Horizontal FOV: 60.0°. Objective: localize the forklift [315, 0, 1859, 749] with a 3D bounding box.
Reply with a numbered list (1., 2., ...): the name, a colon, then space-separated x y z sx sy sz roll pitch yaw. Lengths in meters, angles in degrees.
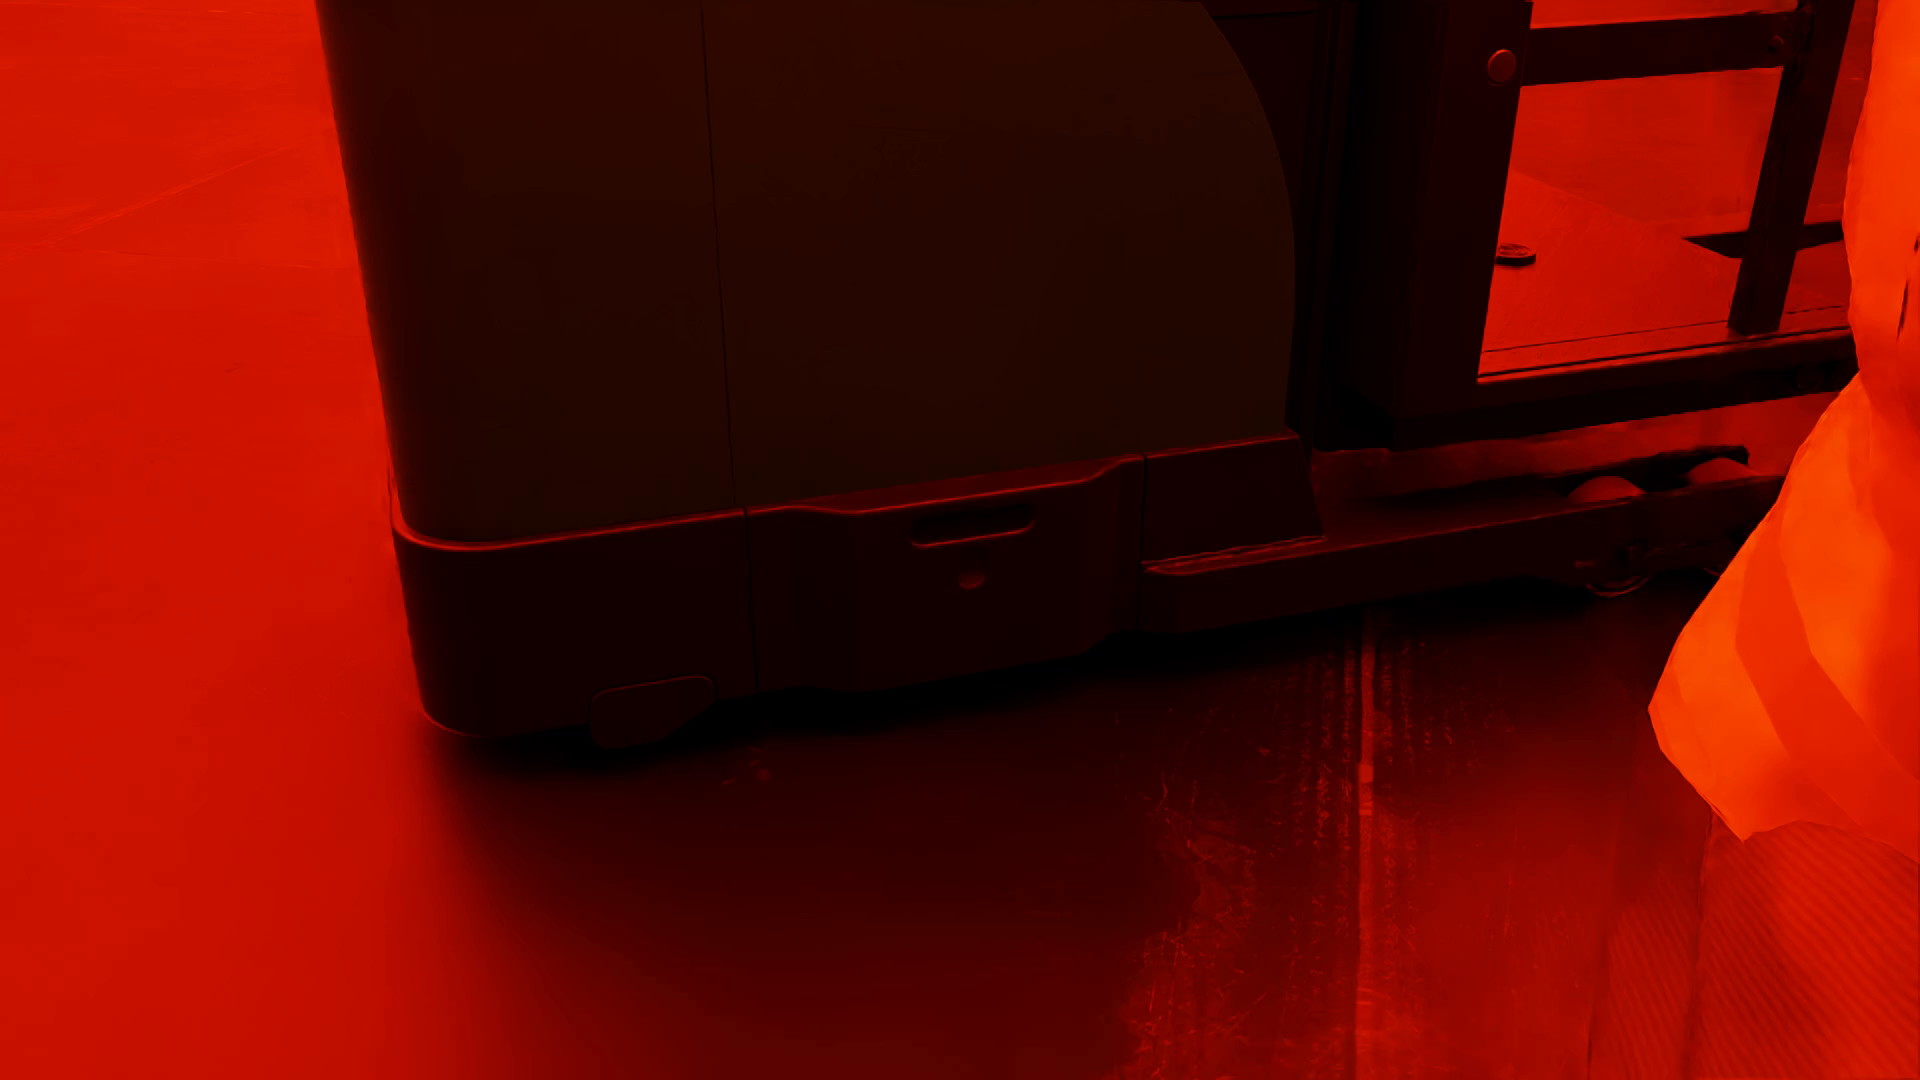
1. forklift: 0.673 -1.445 2.111 3.031 2.935 1.130 -8 28 -16
